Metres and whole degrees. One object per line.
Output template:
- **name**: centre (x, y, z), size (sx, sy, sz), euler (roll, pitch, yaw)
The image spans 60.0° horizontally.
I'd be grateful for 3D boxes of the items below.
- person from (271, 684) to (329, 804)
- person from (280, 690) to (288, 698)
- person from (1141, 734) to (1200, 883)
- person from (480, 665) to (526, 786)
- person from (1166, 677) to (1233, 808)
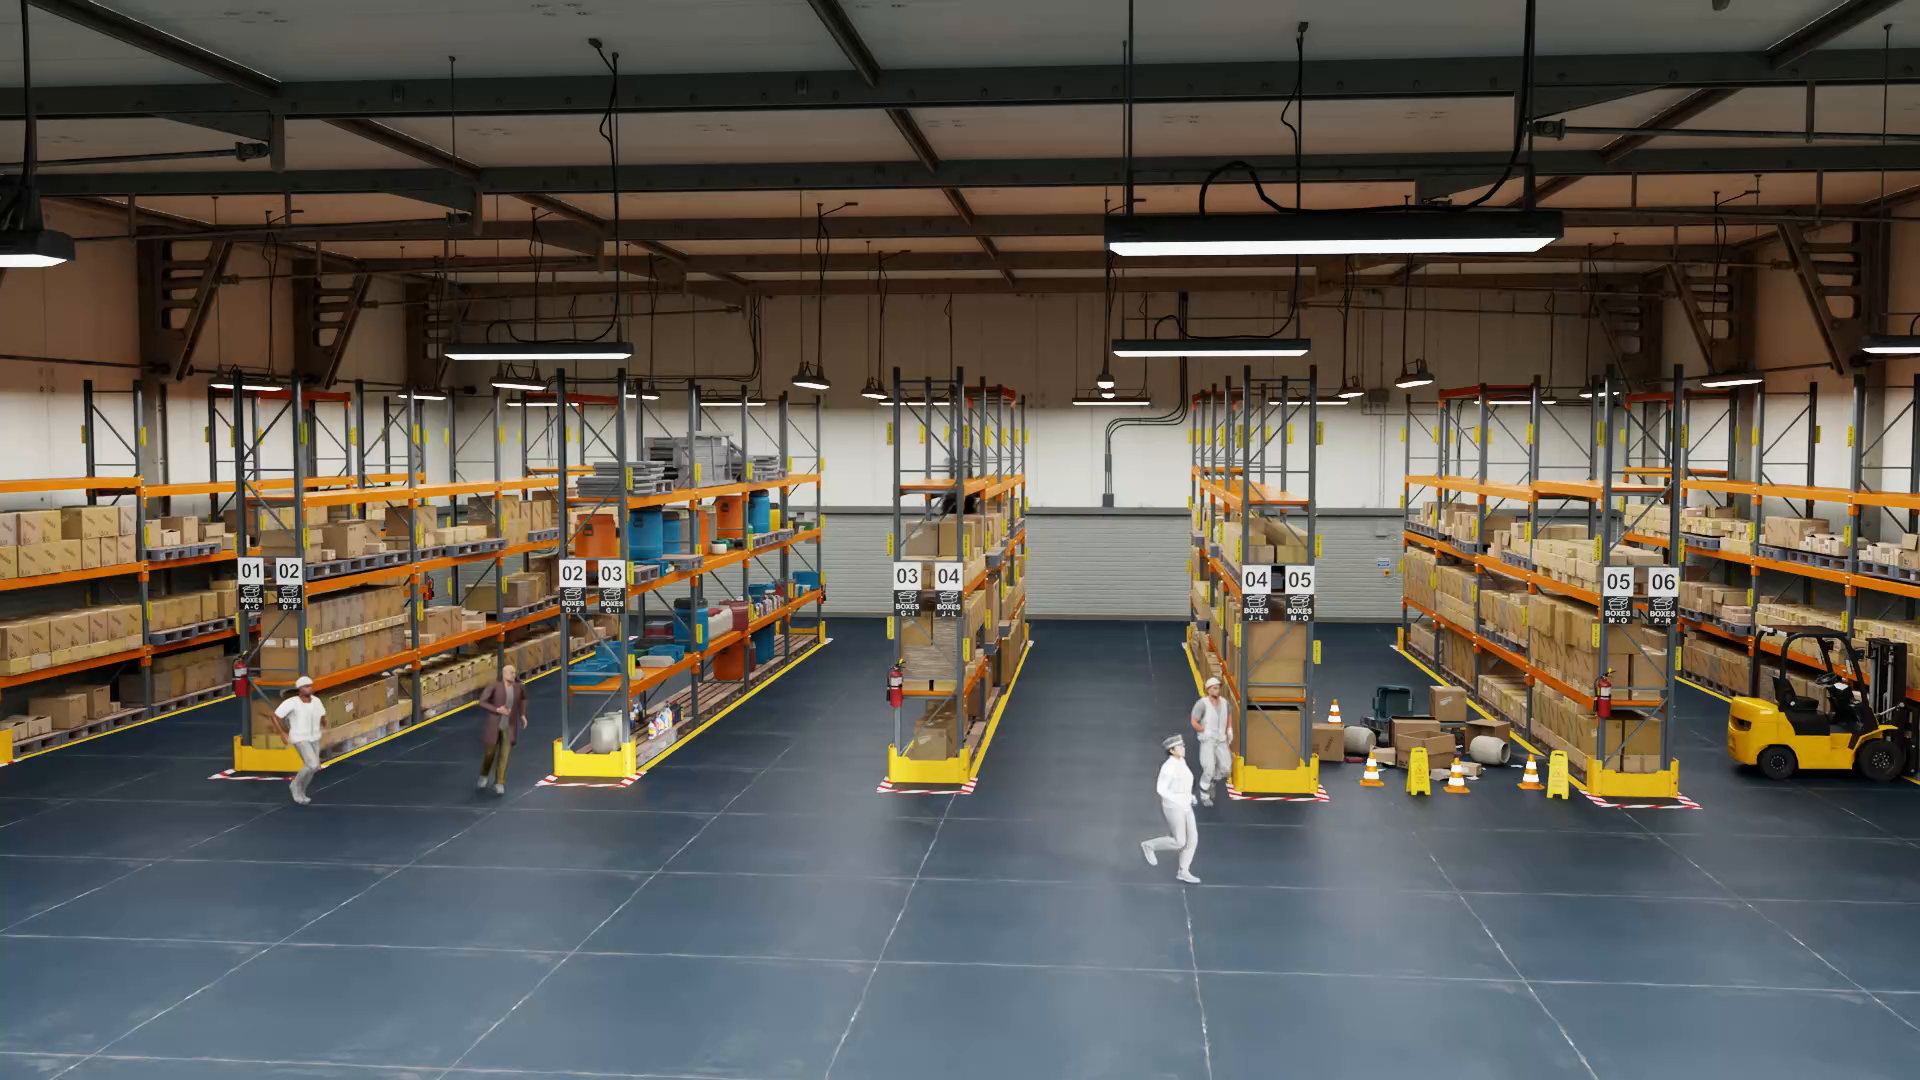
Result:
- **person**: centre (-8.871, 2.836, 22.602), size (0.644, 1.499, 0.690), euler (2, 4, 27)
- **person**: centre (-12.073, 2.228, 30.013), size (0.662, 1.768, 0.953), euler (0, 4, -7)
- **person**: centre (2.413, 3.012, 18.790), size (0.696, 1.671, 0.617), euler (2, 4, 33)
- **person**: centre (-6.428, 2.607, 23.502), size (0.691, 1.669, 0.815), euler (-2, 4, -25)
- **person**: centre (3.007, 2.815, 20.670), size (2.842, 1.684, 3.647), euler (-1, 4, -21)
